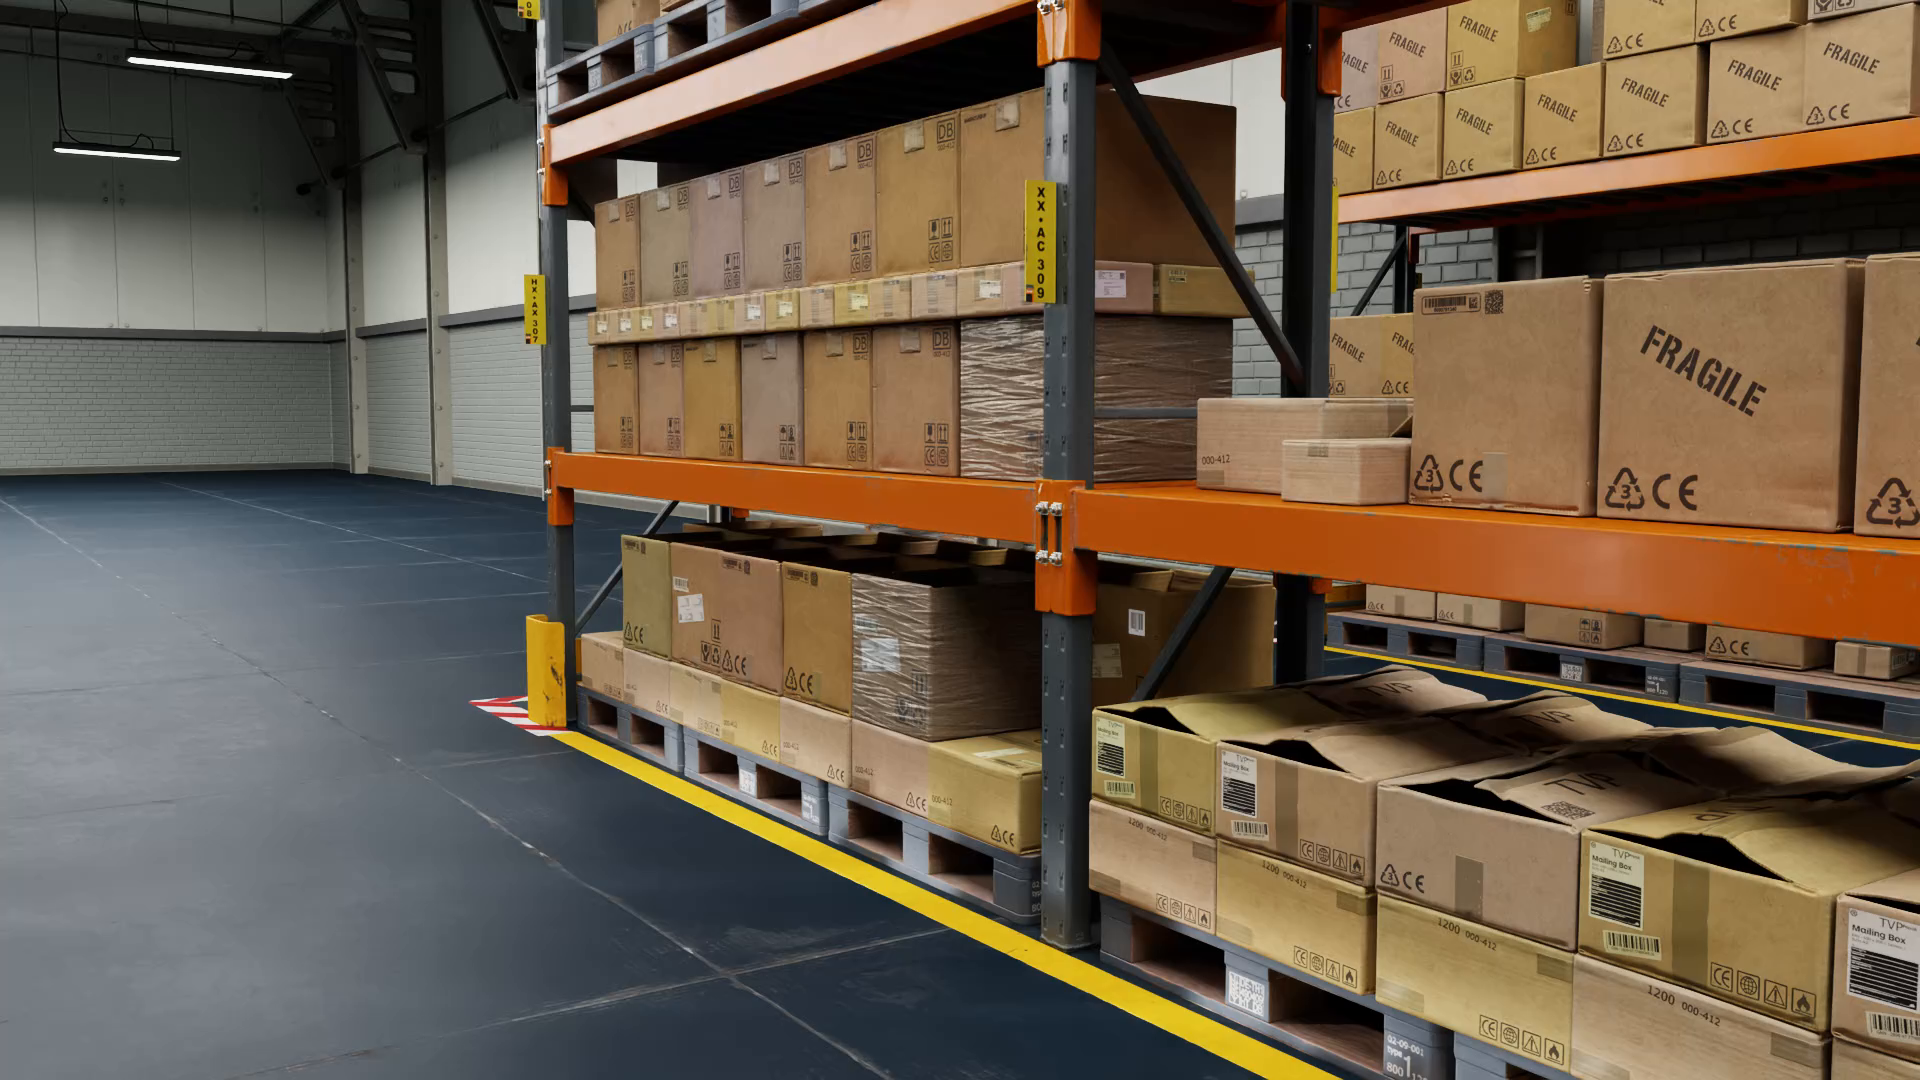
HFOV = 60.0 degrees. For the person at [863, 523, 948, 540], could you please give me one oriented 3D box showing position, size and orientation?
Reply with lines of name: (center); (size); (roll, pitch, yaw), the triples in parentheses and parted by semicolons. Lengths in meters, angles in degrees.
person: (-0.354, -0.031, 9.141); (0.602, 1.715, 0.391); (-2, 5, -17)
